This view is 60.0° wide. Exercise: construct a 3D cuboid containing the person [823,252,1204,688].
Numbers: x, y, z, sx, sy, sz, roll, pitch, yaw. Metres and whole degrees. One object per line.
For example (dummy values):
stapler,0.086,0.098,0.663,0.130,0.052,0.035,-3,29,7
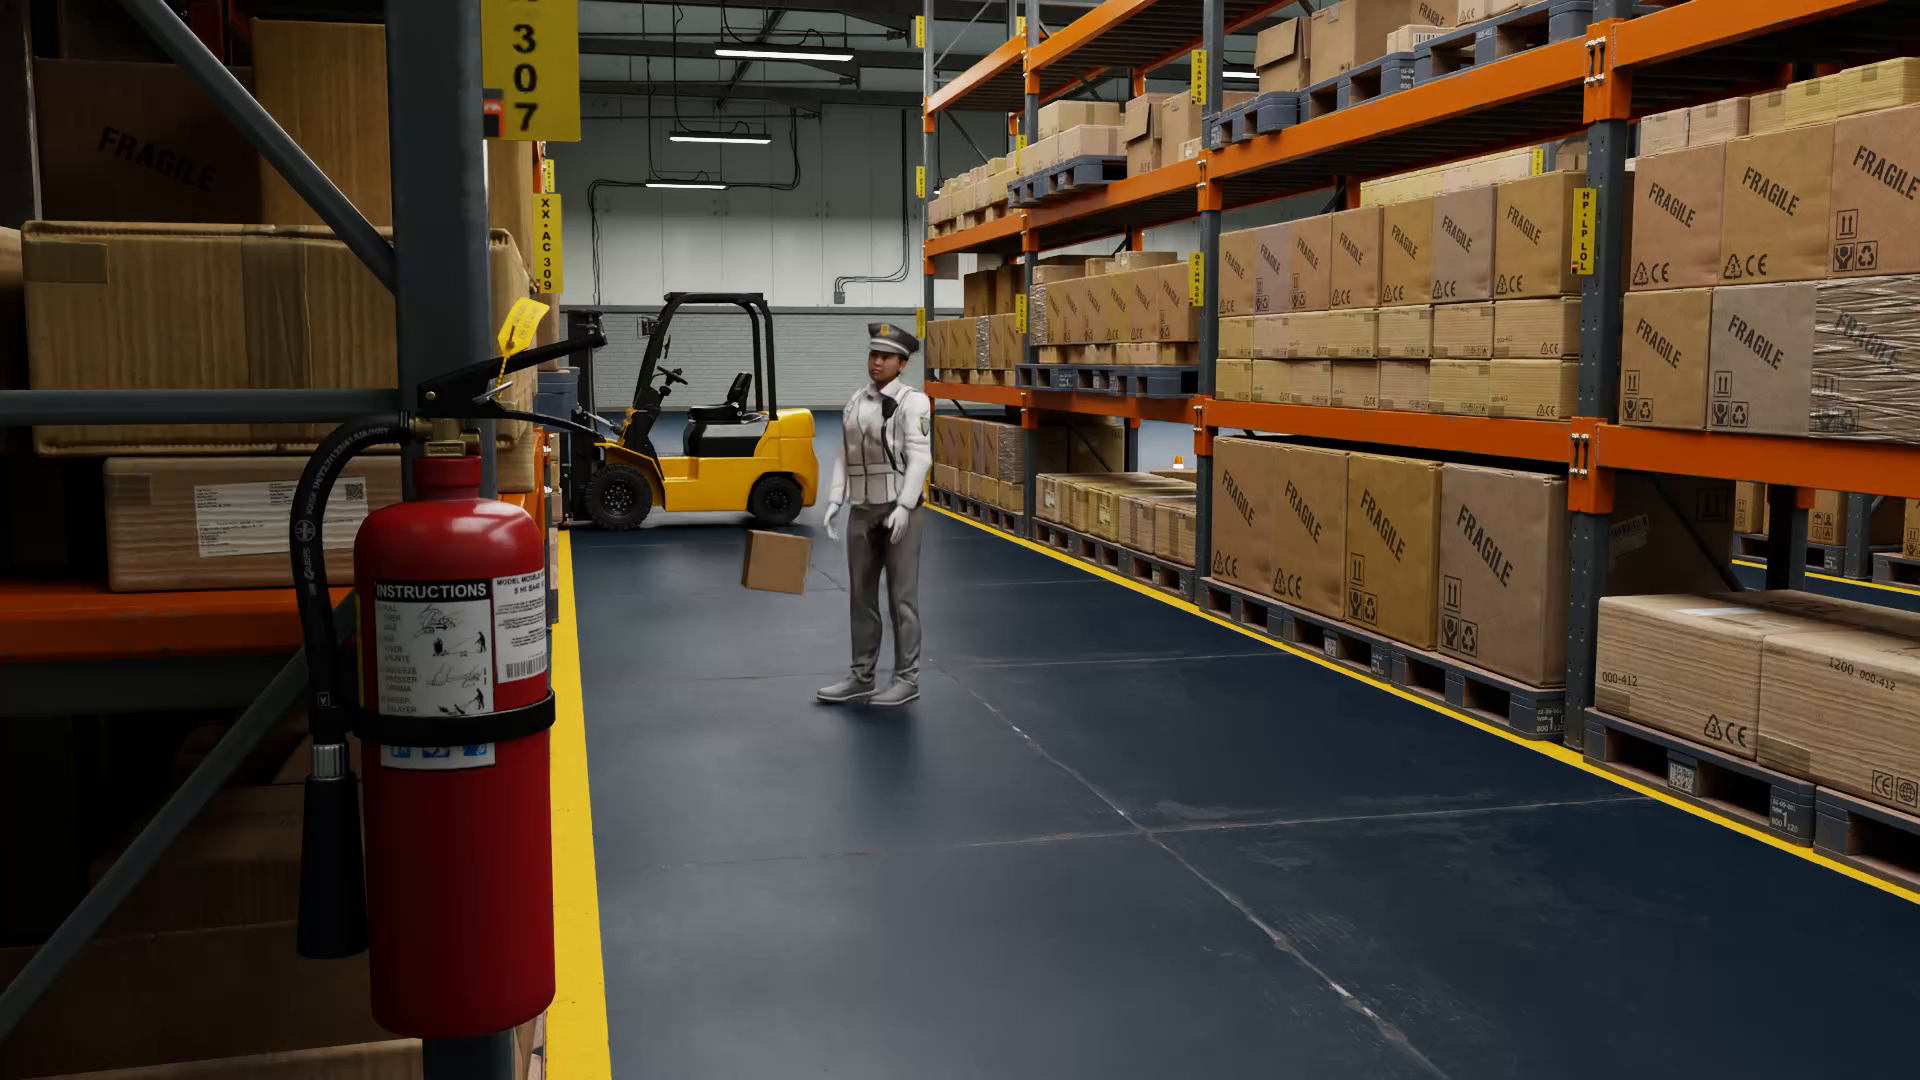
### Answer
person,2.114,-0.716,10.732,0.661,2.202,8.763,5,8,37
